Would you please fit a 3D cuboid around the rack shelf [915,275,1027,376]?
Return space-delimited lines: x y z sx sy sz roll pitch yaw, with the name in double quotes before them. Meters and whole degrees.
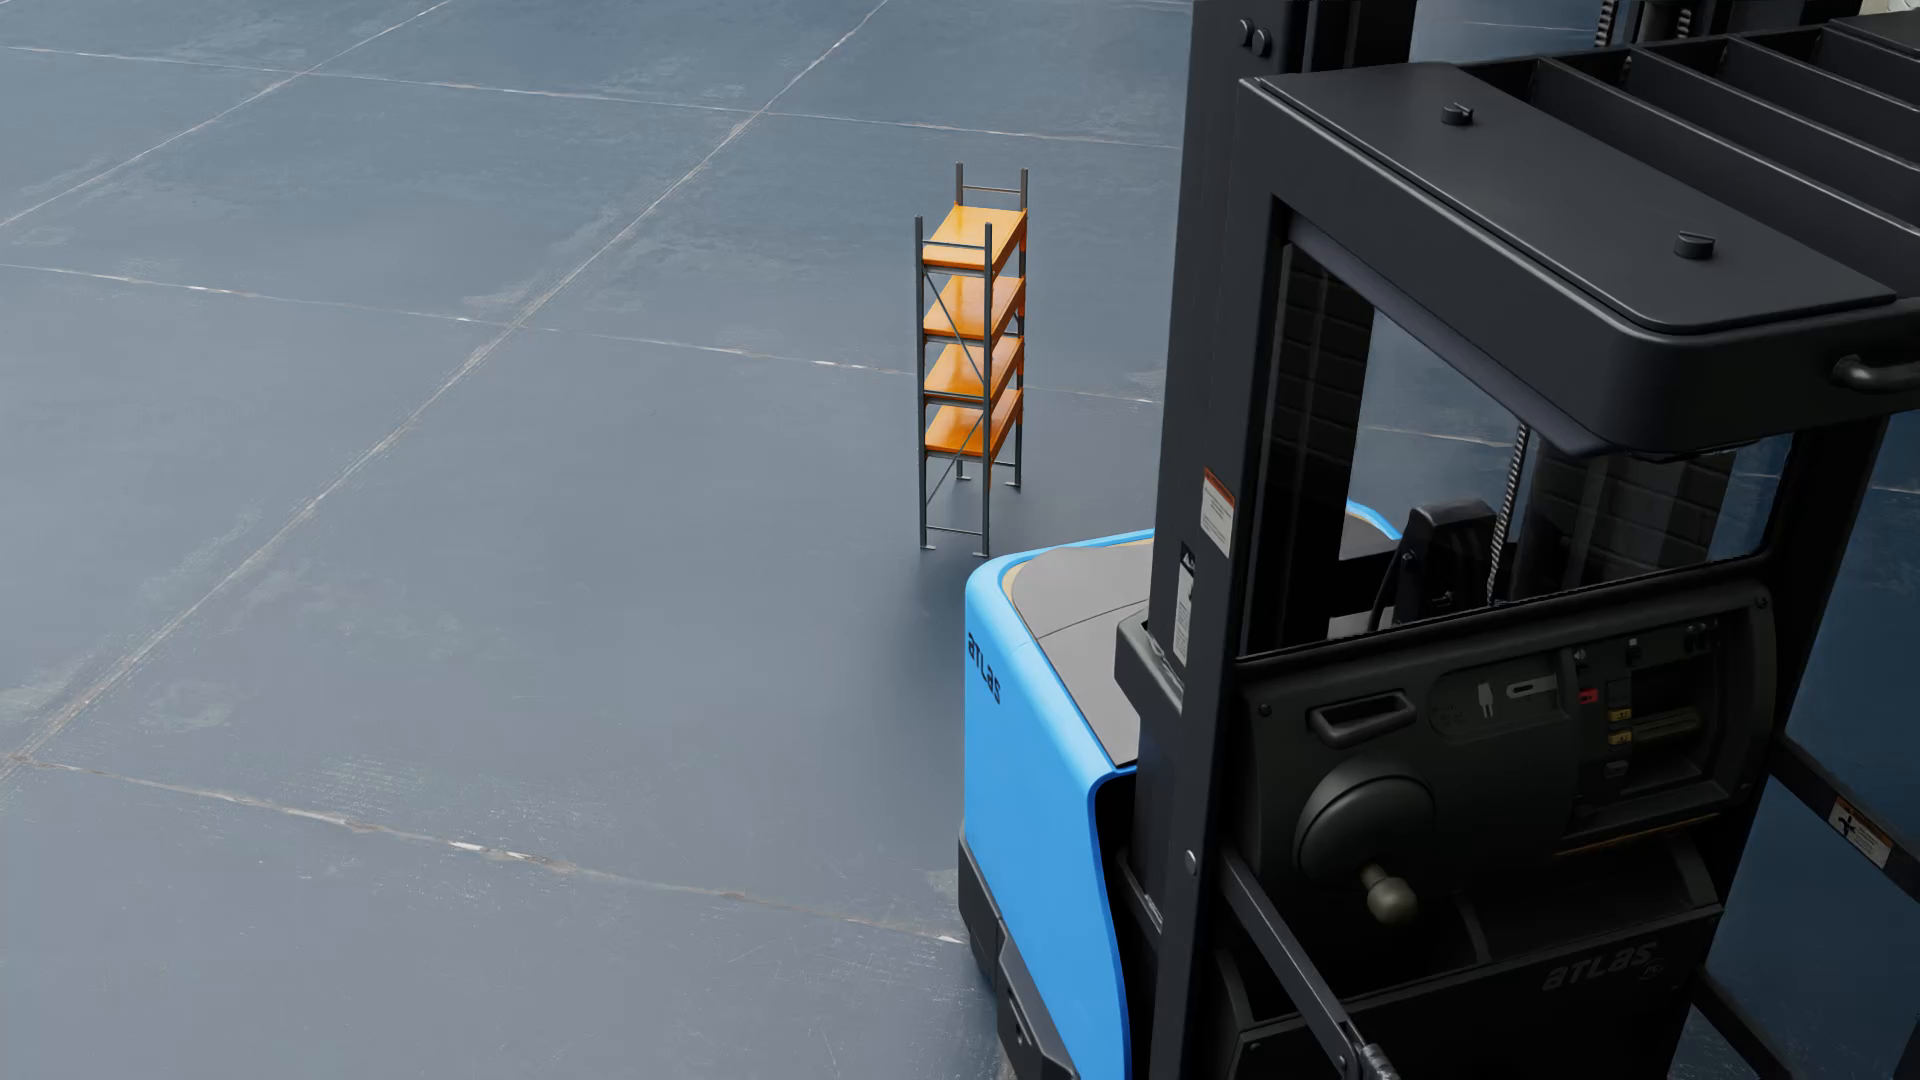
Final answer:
"rack shelf" 0.042 -0.724 5.479 0.258 0.148 0.480 8 33 12

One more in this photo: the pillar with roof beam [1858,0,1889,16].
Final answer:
"pillar with roof beam" 1.542 -7.567 9.265 9.100 9.000 0.400 8 33 12

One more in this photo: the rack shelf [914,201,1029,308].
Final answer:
"rack shelf" 0.042 -0.924 5.352 0.258 0.148 0.480 8 33 12

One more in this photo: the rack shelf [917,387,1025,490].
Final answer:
"rack shelf" 0.042 -0.368 5.706 0.258 0.148 0.480 8 33 12

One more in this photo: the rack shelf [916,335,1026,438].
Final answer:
"rack shelf" 0.042 -0.535 5.599 0.258 0.148 0.480 8 33 12

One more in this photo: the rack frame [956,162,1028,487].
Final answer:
"rack frame" 0.104 -0.719 5.762 0.240 1.200 0.015 8 33 12

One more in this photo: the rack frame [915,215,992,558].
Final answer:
"rack frame" -0.020 -0.466 5.364 0.240 1.200 0.015 8 33 12

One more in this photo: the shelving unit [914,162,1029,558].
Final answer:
"shelving unit" 0.042 -0.592 5.563 0.258 1.200 0.503 8 33 12

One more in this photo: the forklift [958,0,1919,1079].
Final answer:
"forklift" 0.940 0.384 2.414 1.130 2.935 3.031 -10 34 -15
